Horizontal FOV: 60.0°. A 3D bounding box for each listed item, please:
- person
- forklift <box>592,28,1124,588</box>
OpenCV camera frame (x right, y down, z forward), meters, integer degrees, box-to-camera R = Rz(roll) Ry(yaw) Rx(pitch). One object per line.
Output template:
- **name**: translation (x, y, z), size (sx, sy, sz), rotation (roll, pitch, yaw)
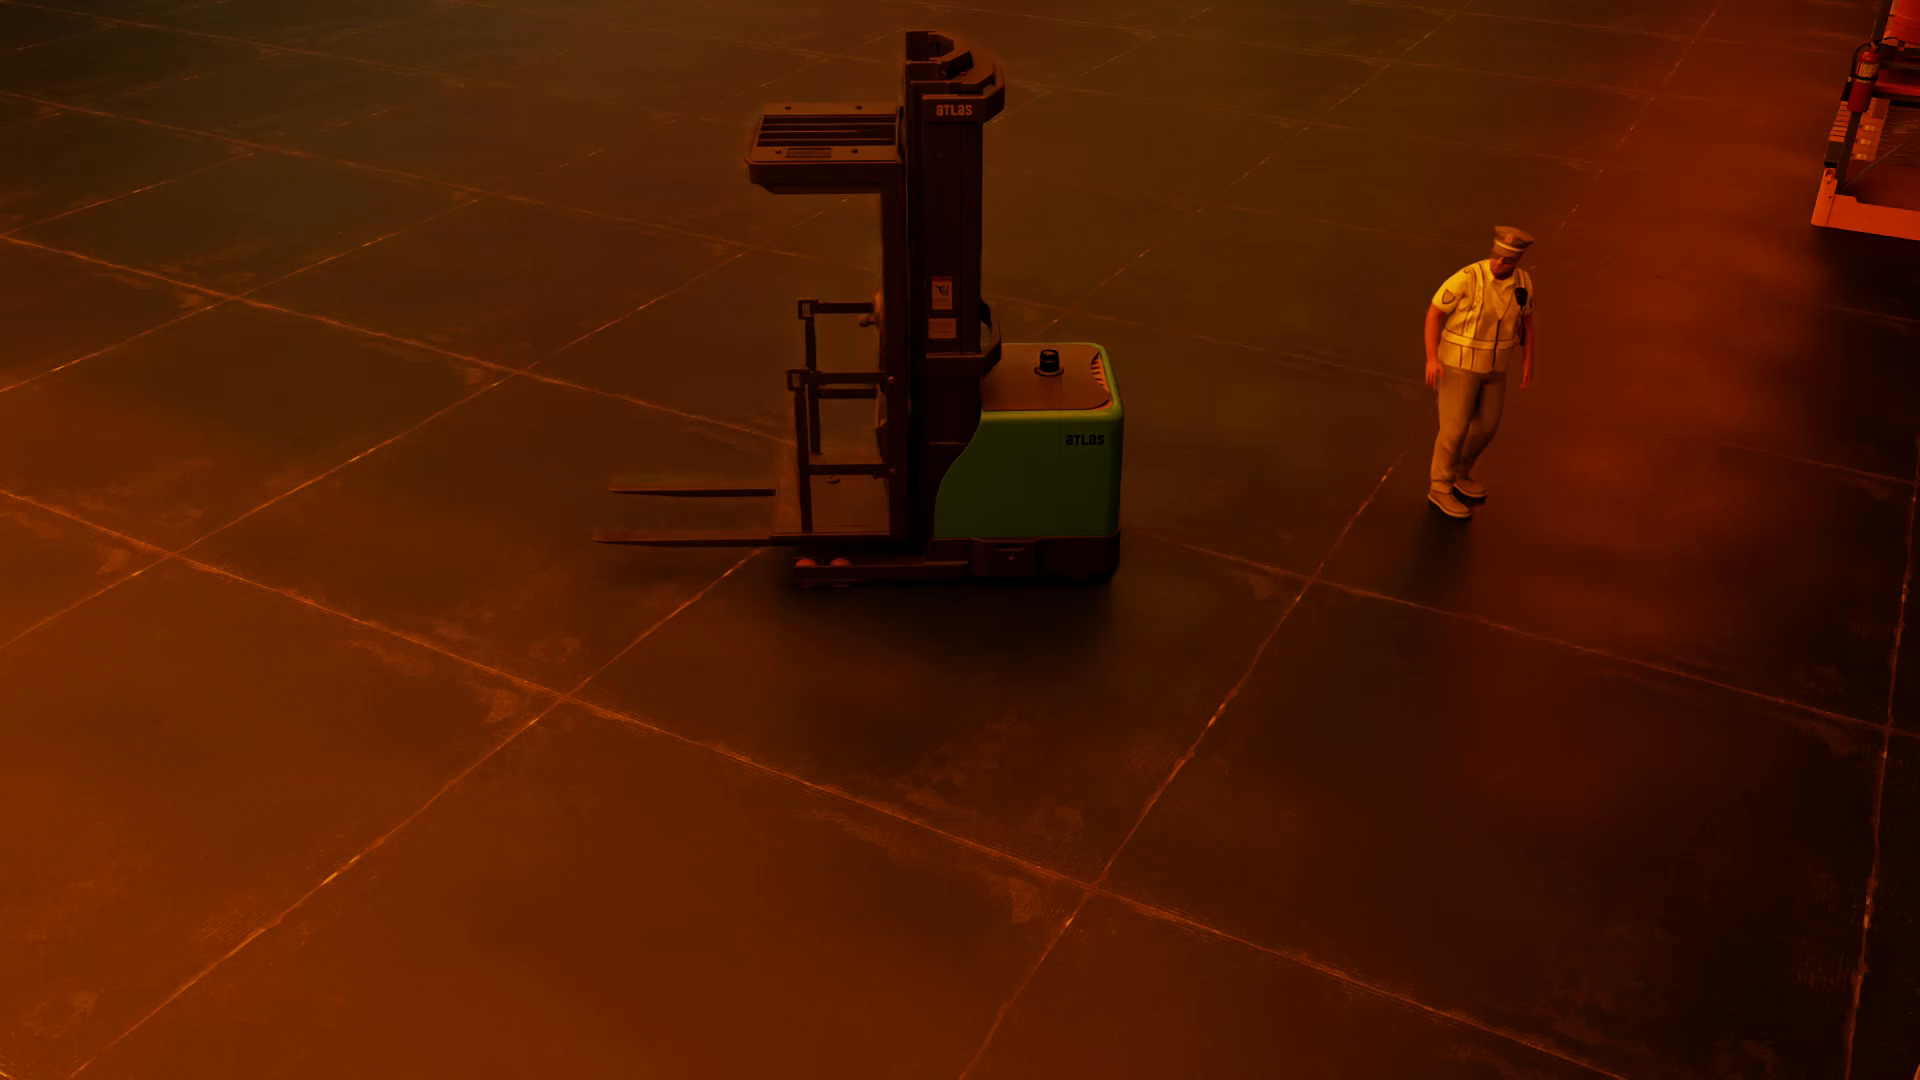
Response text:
- **person**: translation (3.162, -1.029, 10.036), size (0.738, 1.749, 0.537), rotation (-10, 32, -17)
- **forklift**: translation (-0.610, -1.261, 9.256), size (3.031, 2.935, 1.130), rotation (-1, 30, -1)
